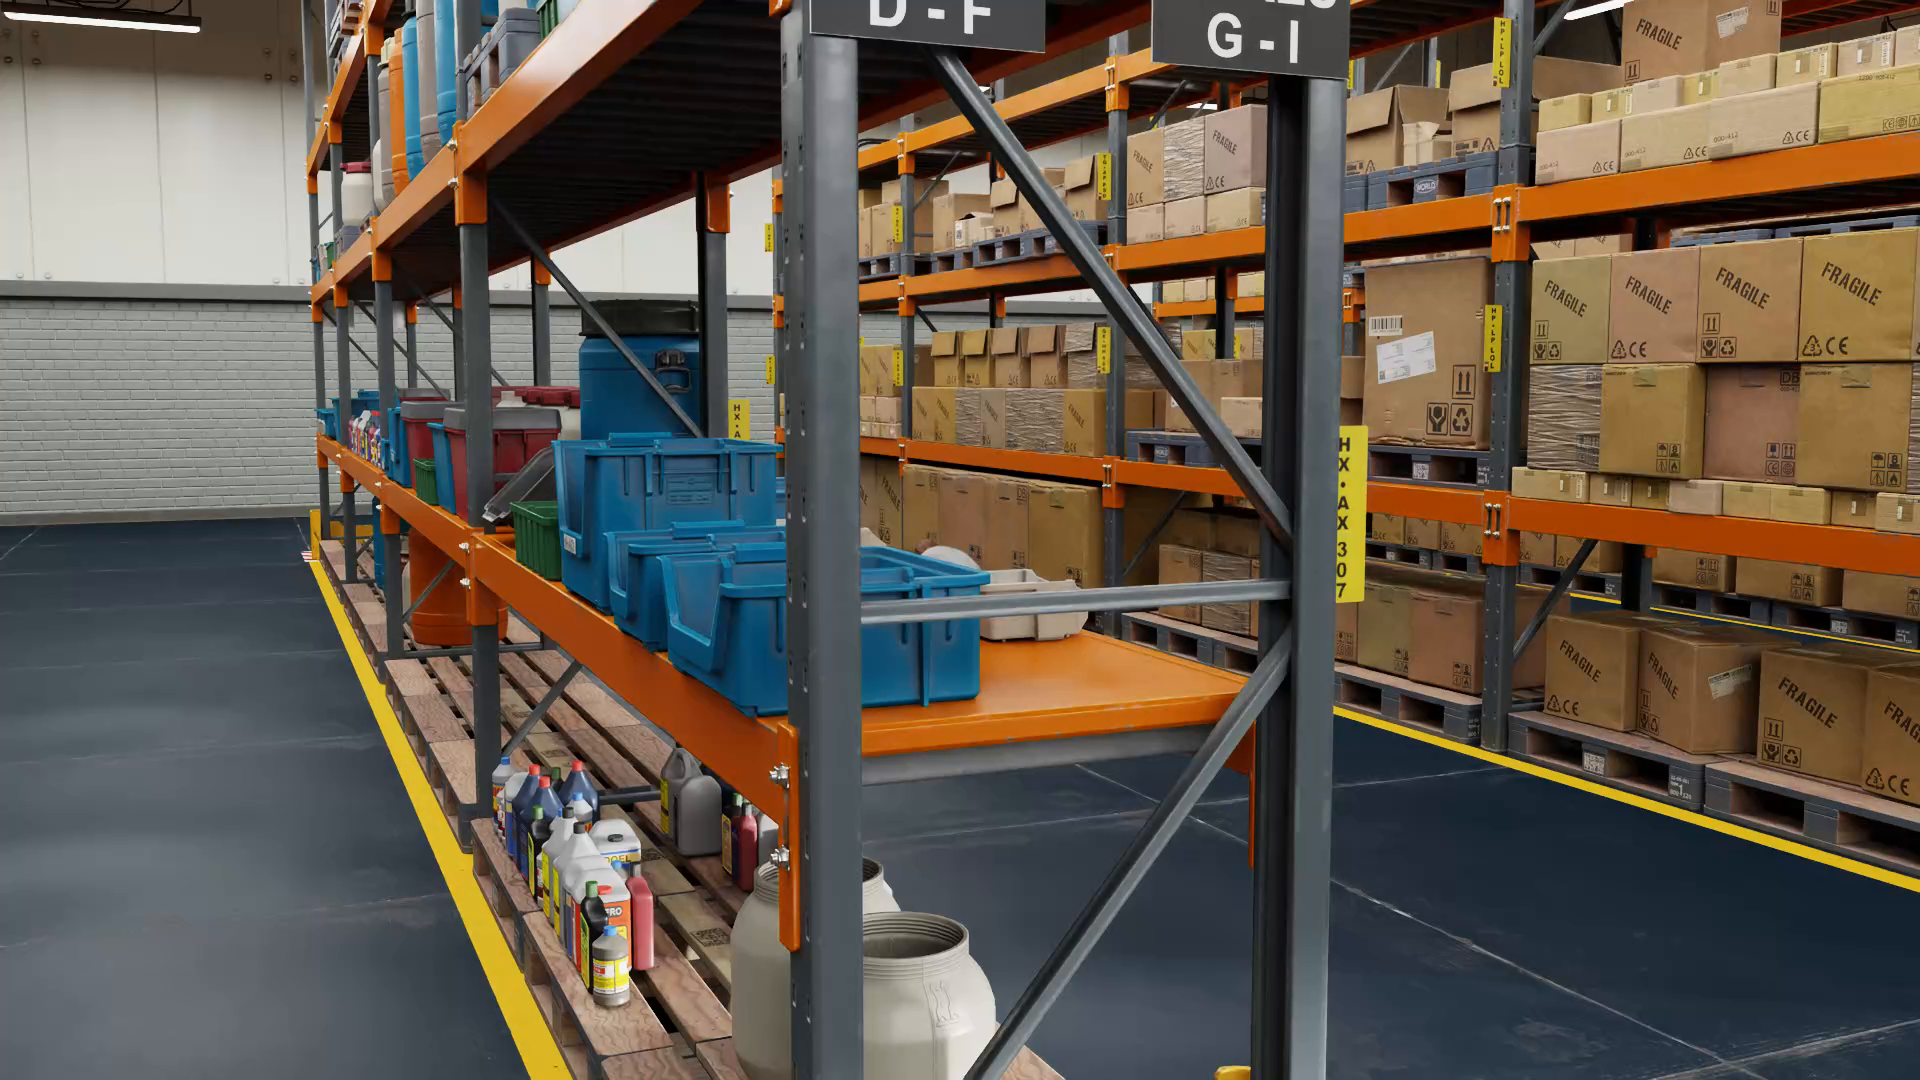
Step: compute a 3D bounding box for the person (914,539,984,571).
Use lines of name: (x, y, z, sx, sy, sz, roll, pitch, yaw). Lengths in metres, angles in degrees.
person: (-0.075, 0.404, 11.984, 0.432, 0.770, 0.832, -3, 6, -25)
